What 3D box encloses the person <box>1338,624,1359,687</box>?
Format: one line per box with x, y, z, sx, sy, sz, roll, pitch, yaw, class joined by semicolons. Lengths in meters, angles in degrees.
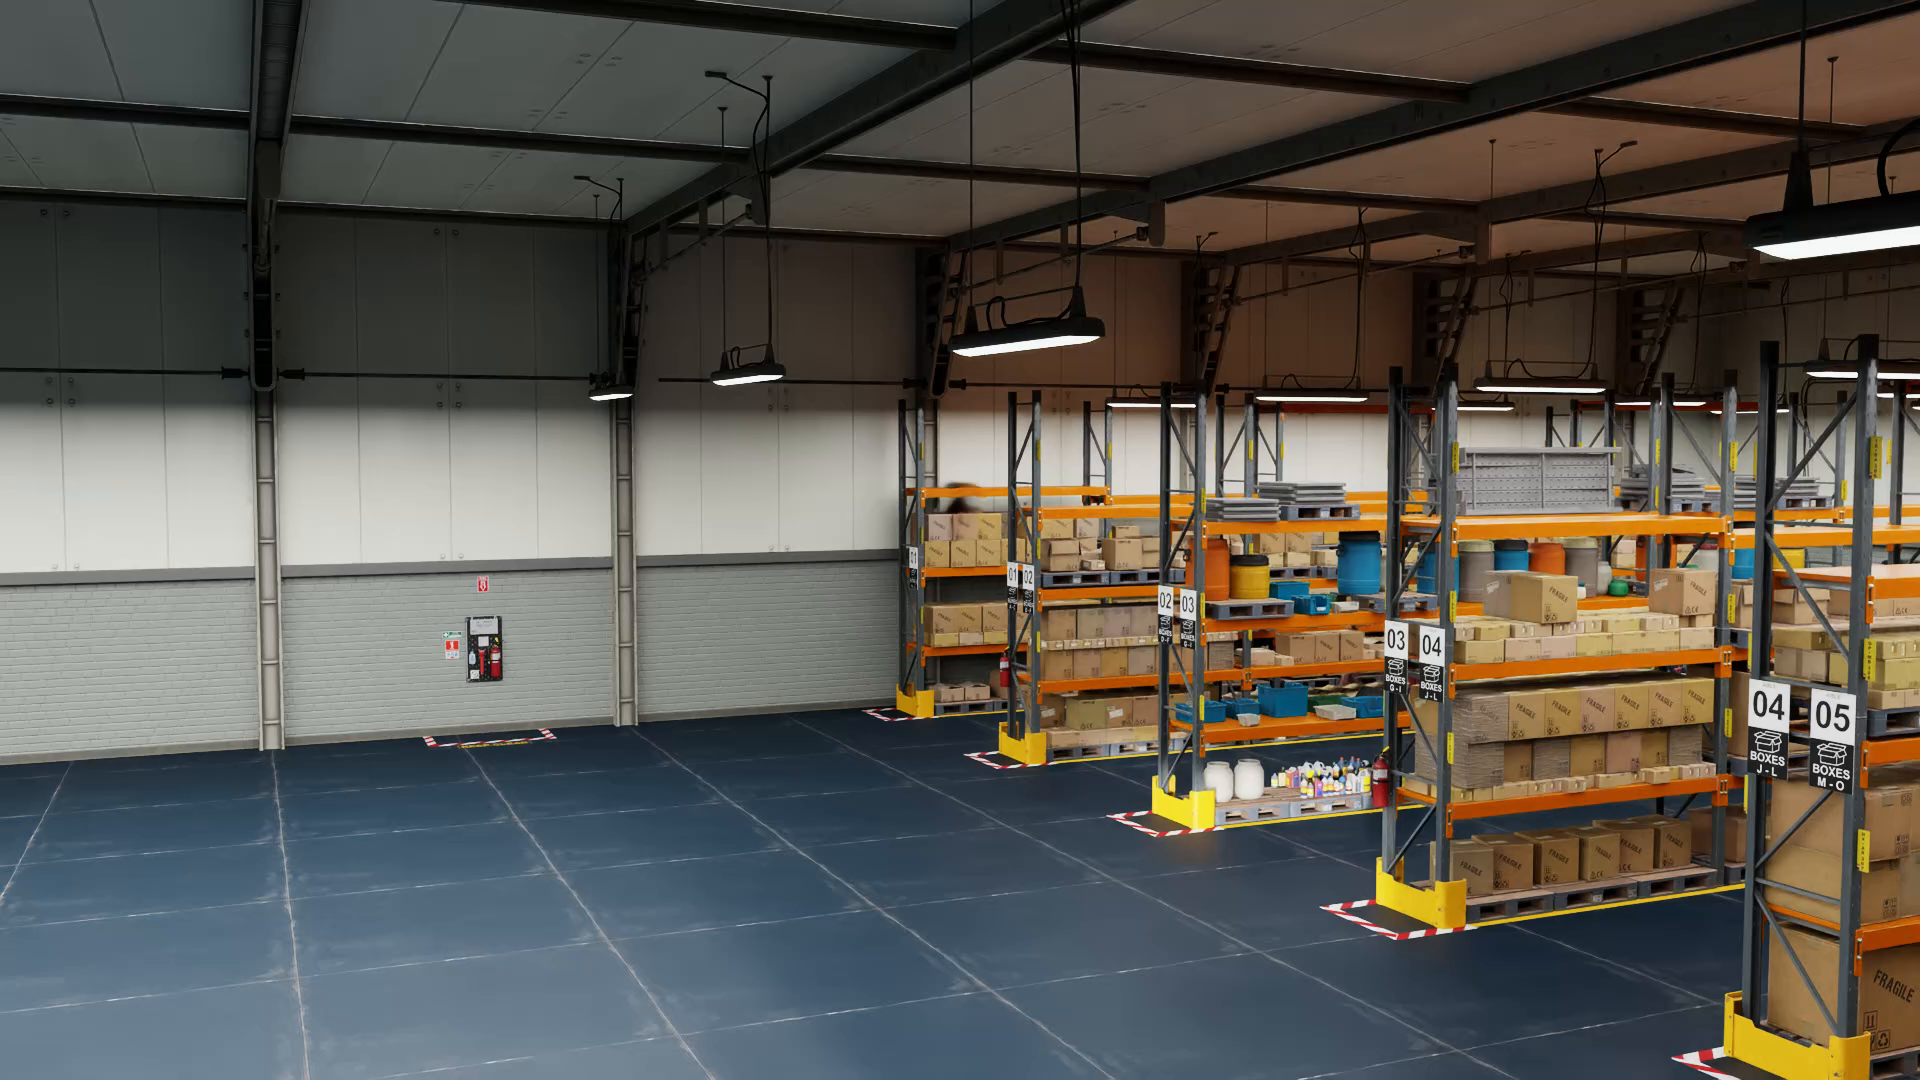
7.798;2.386;33.482;1.015;1.620;0.529;-2;4;-32;person
